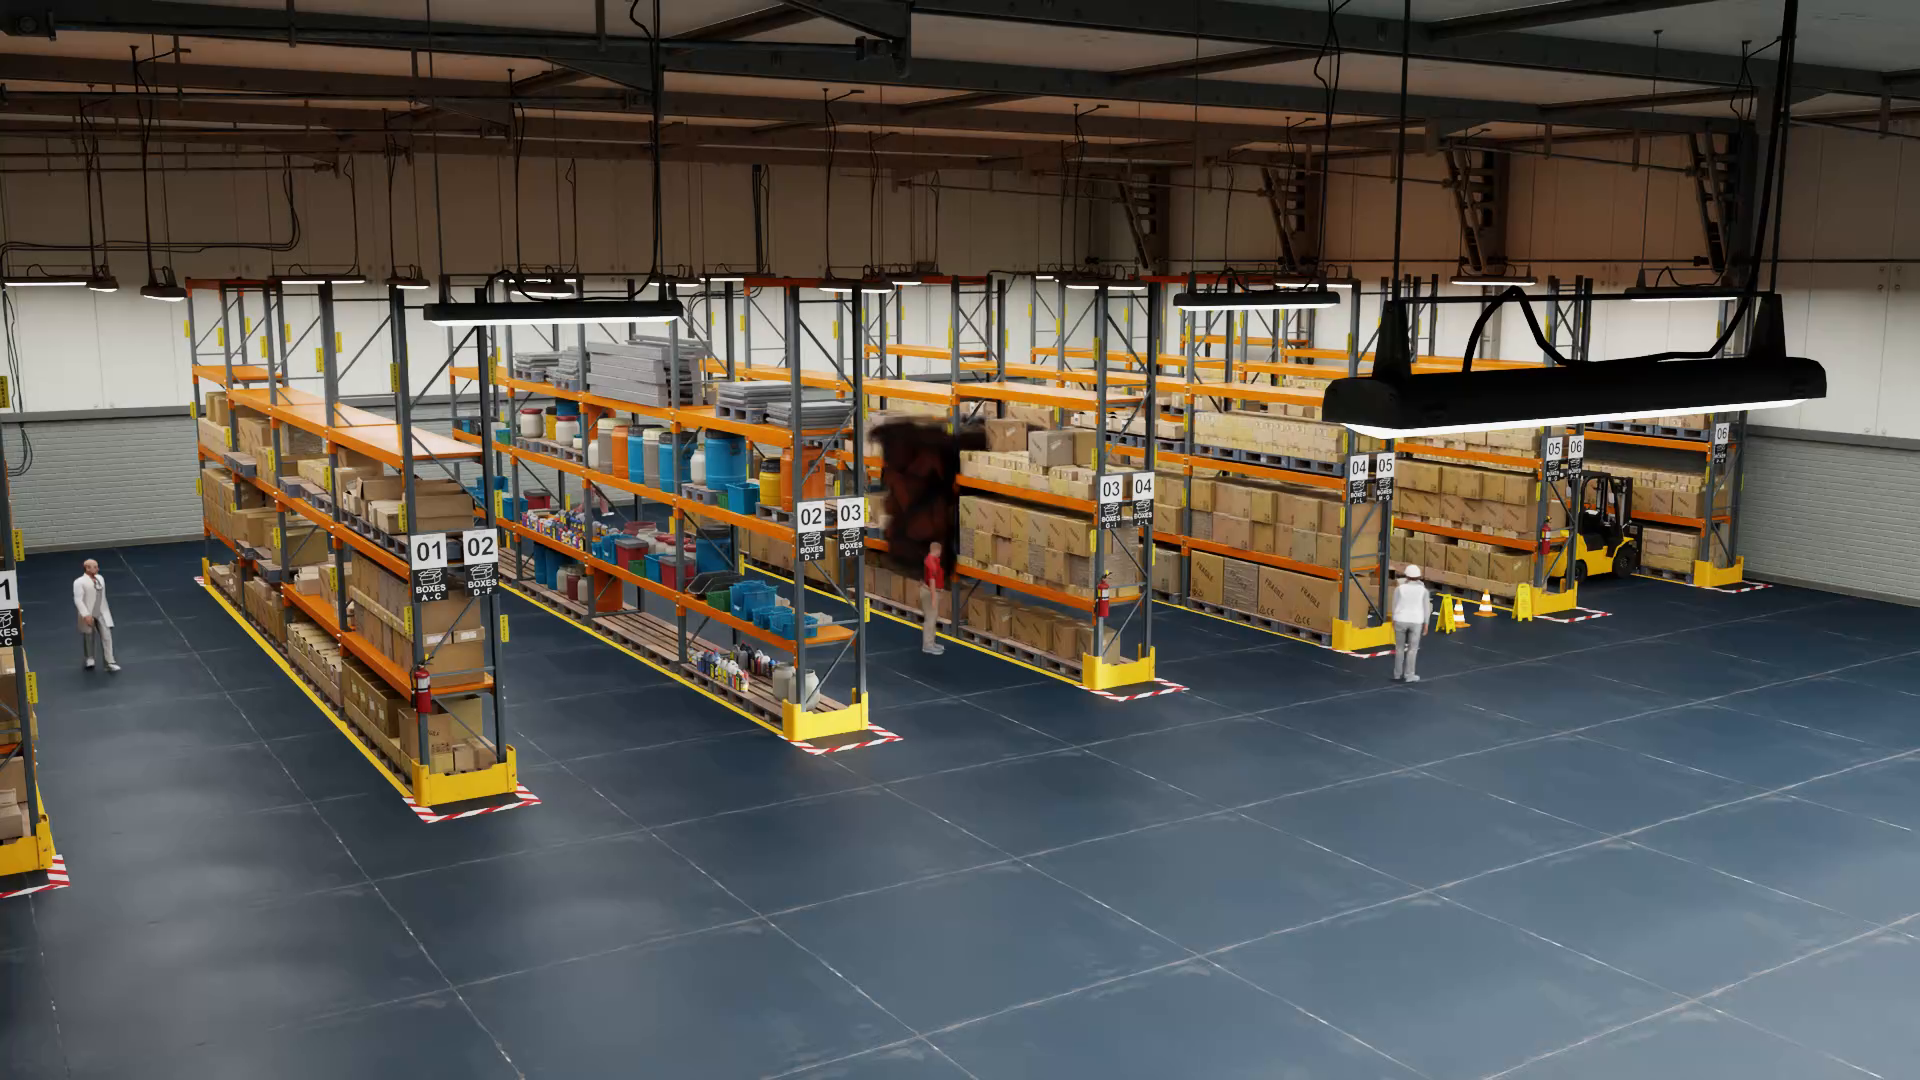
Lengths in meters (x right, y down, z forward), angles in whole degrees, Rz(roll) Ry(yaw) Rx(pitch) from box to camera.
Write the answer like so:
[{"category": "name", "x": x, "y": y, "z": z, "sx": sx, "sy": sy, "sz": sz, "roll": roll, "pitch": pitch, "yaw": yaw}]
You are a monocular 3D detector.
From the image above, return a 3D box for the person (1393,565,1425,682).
[{"category": "person", "x": 6.797, "y": 1.252, "z": 25.194, "sx": 0.450, "sy": 1.785, "sz": 0.418, "roll": 3, "pitch": 10, "yaw": 17}]

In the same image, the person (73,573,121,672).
[{"category": "person", "x": -13.426, "y": 1.274, "z": 25.790, "sx": 0.540, "sy": 1.507, "sz": 1.088, "roll": -7, "pitch": 12, "yaw": -38}]

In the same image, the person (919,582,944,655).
[{"category": "person", "x": -0.436, "y": 1.197, "z": 25.846, "sx": 0.381, "sy": 1.090, "sz": 0.413, "roll": -1, "pitch": 10, "yaw": -7}]

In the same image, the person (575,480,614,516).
[{"category": "person", "x": -9.103, "y": -1.362, "z": 41.285, "sx": 0.977, "sy": 1.597, "sz": 0.542, "roll": -2, "pitch": 10, "yaw": -13}]
